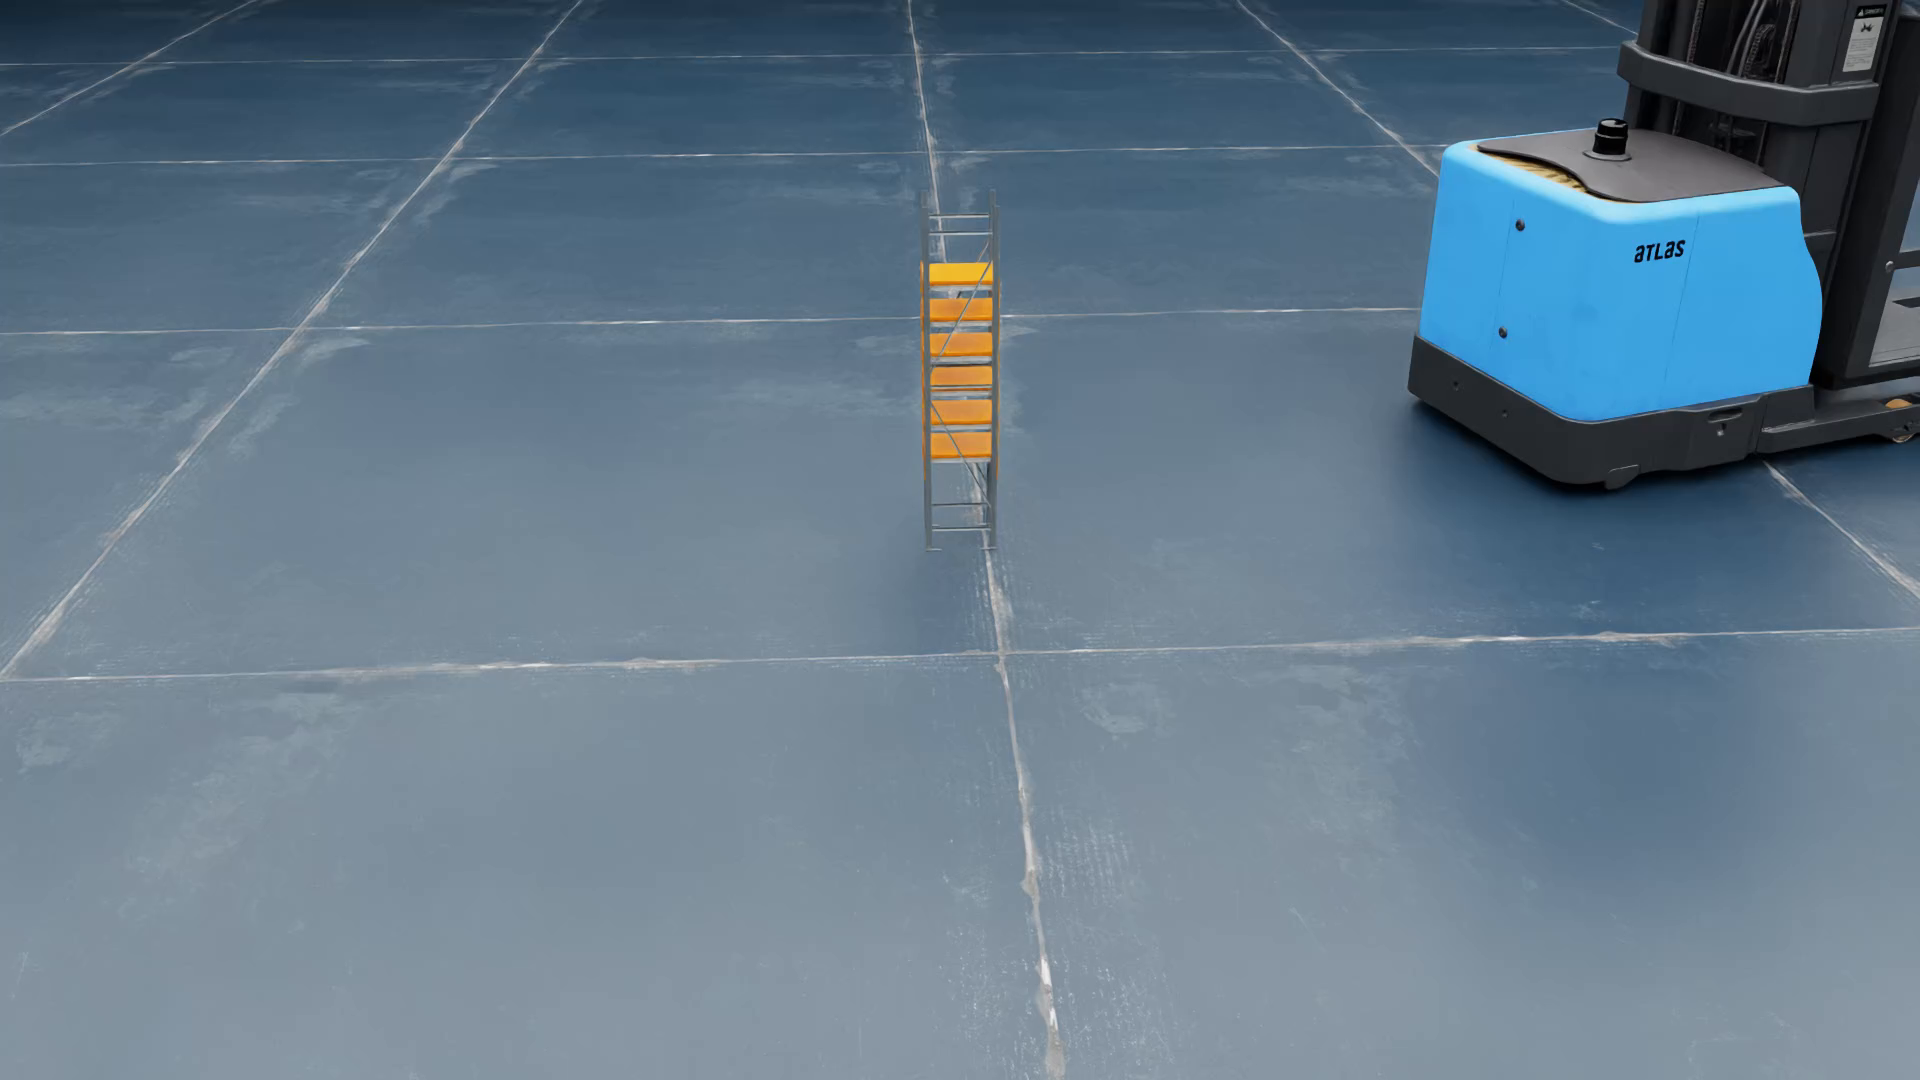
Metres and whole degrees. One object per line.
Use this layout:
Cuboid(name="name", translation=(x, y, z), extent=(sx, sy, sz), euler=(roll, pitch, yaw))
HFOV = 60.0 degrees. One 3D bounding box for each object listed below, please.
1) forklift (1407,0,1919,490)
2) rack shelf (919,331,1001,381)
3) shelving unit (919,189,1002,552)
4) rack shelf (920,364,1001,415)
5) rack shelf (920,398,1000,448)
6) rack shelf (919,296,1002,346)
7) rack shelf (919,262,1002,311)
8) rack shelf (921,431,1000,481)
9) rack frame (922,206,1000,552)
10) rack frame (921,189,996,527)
Cuboid(name="forklift", translation=(3.393, -1.896, 6.216), extent=(3.031, 2.935, 1.130), euler=(-10, 29, -18))
Cuboid(name="rack shelf", translation=(-0.001, -0.606, 5.450), extent=(0.258, 0.103, 0.180), euler=(-1, 28, -3))
Cuboid(name="shelving unit", translation=(-0.001, -0.539, 5.485), extent=(0.258, 1.200, 0.189), euler=(-1, 28, -3))
Cuboid(name="rack shelf", translation=(-0.001, -0.499, 5.506), extent=(0.258, 0.103, 0.180), euler=(-1, 28, -3))
Cuboid(name="rack shelf", translation=(-0.001, -0.393, 5.561), extent=(0.258, 0.103, 0.180), euler=(-1, 28, -3))
Cuboid(name="rack shelf", translation=(-0.001, -0.712, 5.395), extent=(0.258, 0.103, 0.180), euler=(-1, 28, -3))
Cuboid(name="rack shelf", translation=(-0.001, -0.818, 5.339), extent=(0.258, 0.103, 0.180), euler=(-1, 28, -3))
Cuboid(name="rack shelf", translation=(-0.001, -0.286, 5.617), extent=(0.258, 0.103, 0.180), euler=(-1, 28, -3))
Cuboid(name="rack frame", translation=(0.004, -0.496, 5.404), extent=(0.240, 1.200, 0.006), euler=(-1, 28, -3))
Cuboid(name="rack frame", translation=(-0.006, -0.581, 5.566), extent=(0.240, 1.200, 0.006), euler=(-1, 28, -3))
